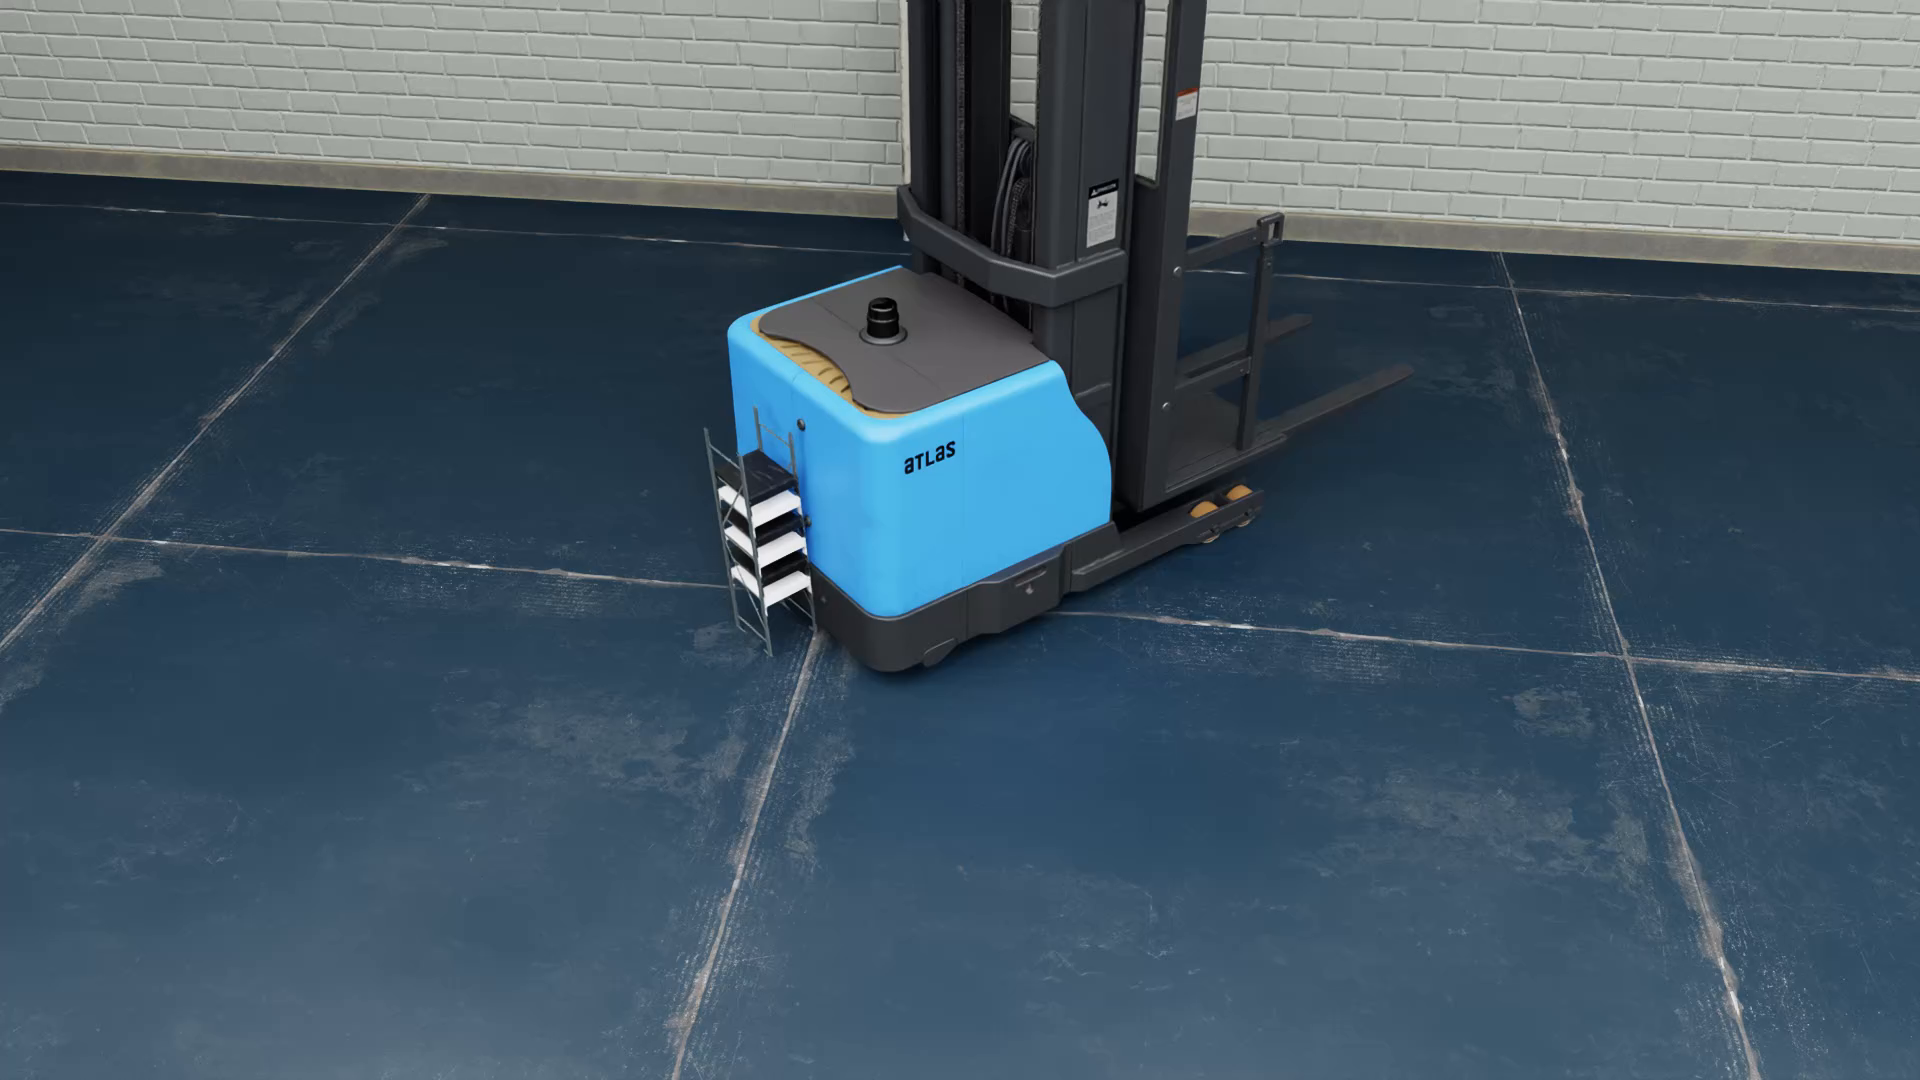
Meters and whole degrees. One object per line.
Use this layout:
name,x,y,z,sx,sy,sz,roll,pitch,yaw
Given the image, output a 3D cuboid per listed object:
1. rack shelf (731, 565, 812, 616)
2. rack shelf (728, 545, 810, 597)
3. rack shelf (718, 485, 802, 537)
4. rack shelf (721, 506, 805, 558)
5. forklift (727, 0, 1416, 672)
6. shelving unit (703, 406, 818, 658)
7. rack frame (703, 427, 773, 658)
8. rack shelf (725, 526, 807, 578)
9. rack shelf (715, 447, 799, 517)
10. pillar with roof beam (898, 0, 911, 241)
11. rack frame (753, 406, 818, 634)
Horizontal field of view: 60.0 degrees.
rack shelf,-0.700,0.150,6.123,0.200,0.077,0.258,-28,44,-28
rack shelf,-0.704,0.078,6.068,0.200,0.077,0.258,-28,44,-28
rack shelf,-0.717,-0.135,5.903,0.200,0.077,0.258,-28,44,-28
rack shelf,-0.713,-0.064,5.958,0.200,0.077,0.258,-28,44,-28
forklift,0.626,-1.404,6.195,3.031,2.935,1.130,-23,42,-29
shelving unit,-0.710,-0.019,5.993,0.210,0.900,0.258,-28,44,-28
rack frame,-0.789,0.022,5.944,0.006,0.900,0.240,-28,44,-28
rack shelf,-0.708,0.007,6.013,0.200,0.077,0.258,-28,44,-28
rack shelf,-0.721,-0.207,5.848,0.200,0.077,0.258,-28,44,-28
pillar with roof beam,-0.639,-2.880,3.039,0.400,9.000,9.100,4,36,6
rack frame,-0.631,-0.061,6.041,0.006,0.900,0.240,-28,44,-28
